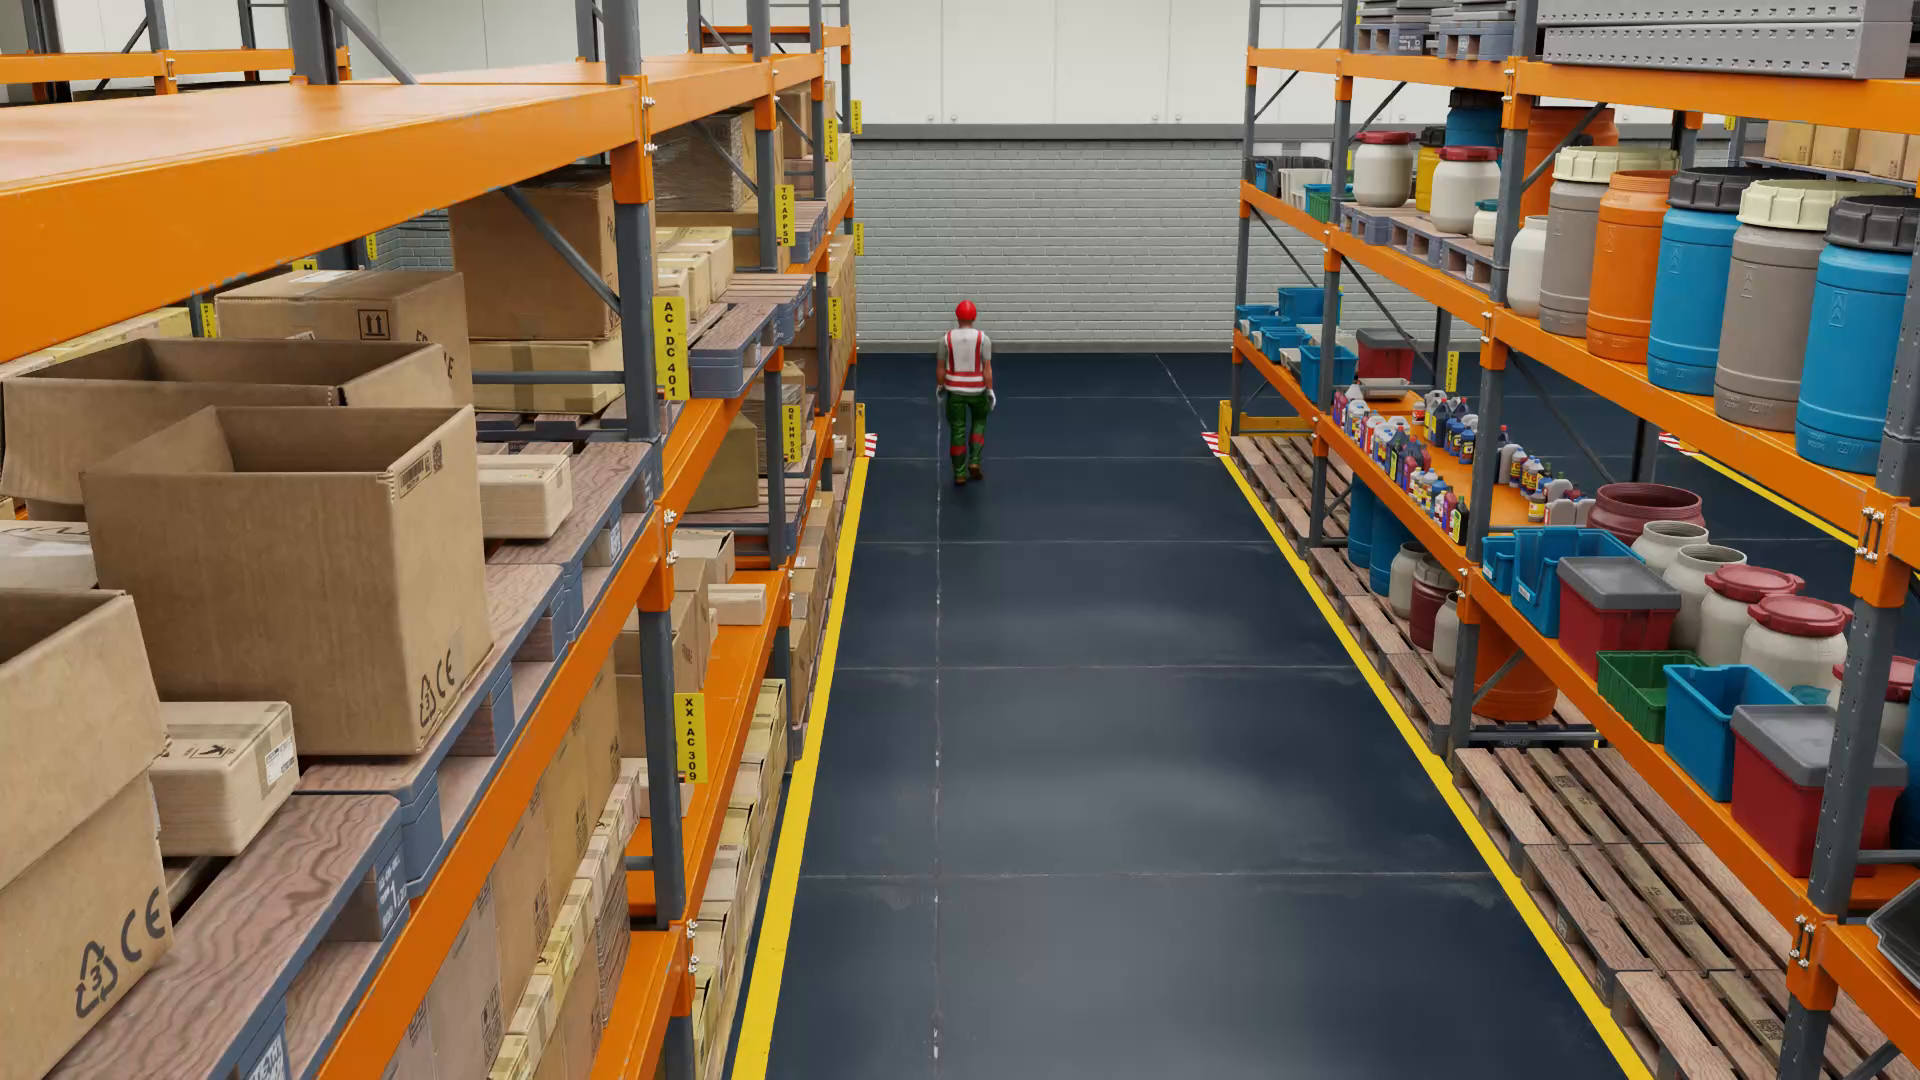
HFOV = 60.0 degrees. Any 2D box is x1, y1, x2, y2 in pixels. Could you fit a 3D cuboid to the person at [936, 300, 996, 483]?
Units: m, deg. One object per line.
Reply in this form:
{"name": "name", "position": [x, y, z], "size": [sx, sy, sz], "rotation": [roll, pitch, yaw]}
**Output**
{"name": "person", "position": [0.056, -1.442, 16.238], "size": [0.588, 1.831, 0.499], "rotation": [0, 17, 1]}
